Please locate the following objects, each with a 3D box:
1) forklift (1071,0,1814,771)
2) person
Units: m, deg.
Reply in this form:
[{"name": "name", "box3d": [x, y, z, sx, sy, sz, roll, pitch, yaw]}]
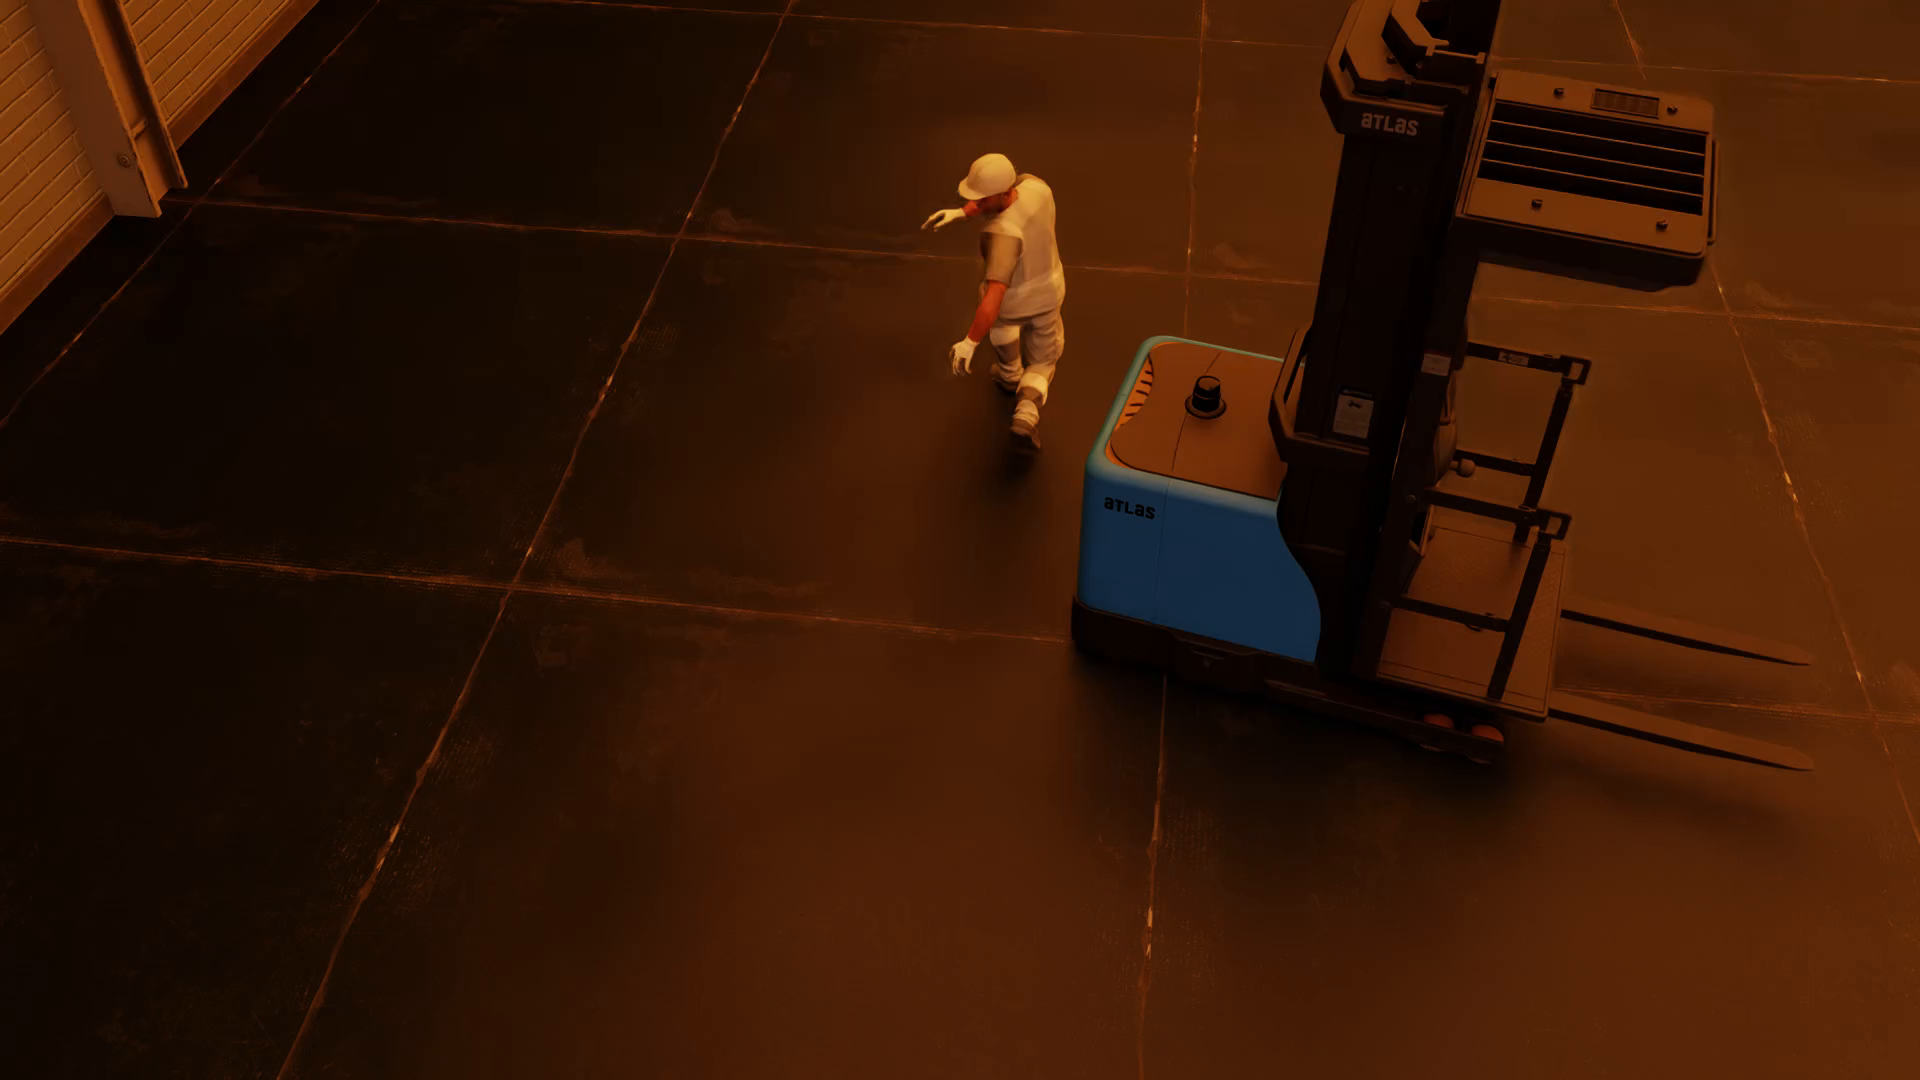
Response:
[{"name": "forklift", "box3d": [2.062, -0.563, 6.337, 3.031, 2.935, 1.130, 14, 44, 14]}, {"name": "person", "box3d": [0.200, -1.180, 8.091, 0.686, 1.541, 0.952, -12, 44, -13]}]
